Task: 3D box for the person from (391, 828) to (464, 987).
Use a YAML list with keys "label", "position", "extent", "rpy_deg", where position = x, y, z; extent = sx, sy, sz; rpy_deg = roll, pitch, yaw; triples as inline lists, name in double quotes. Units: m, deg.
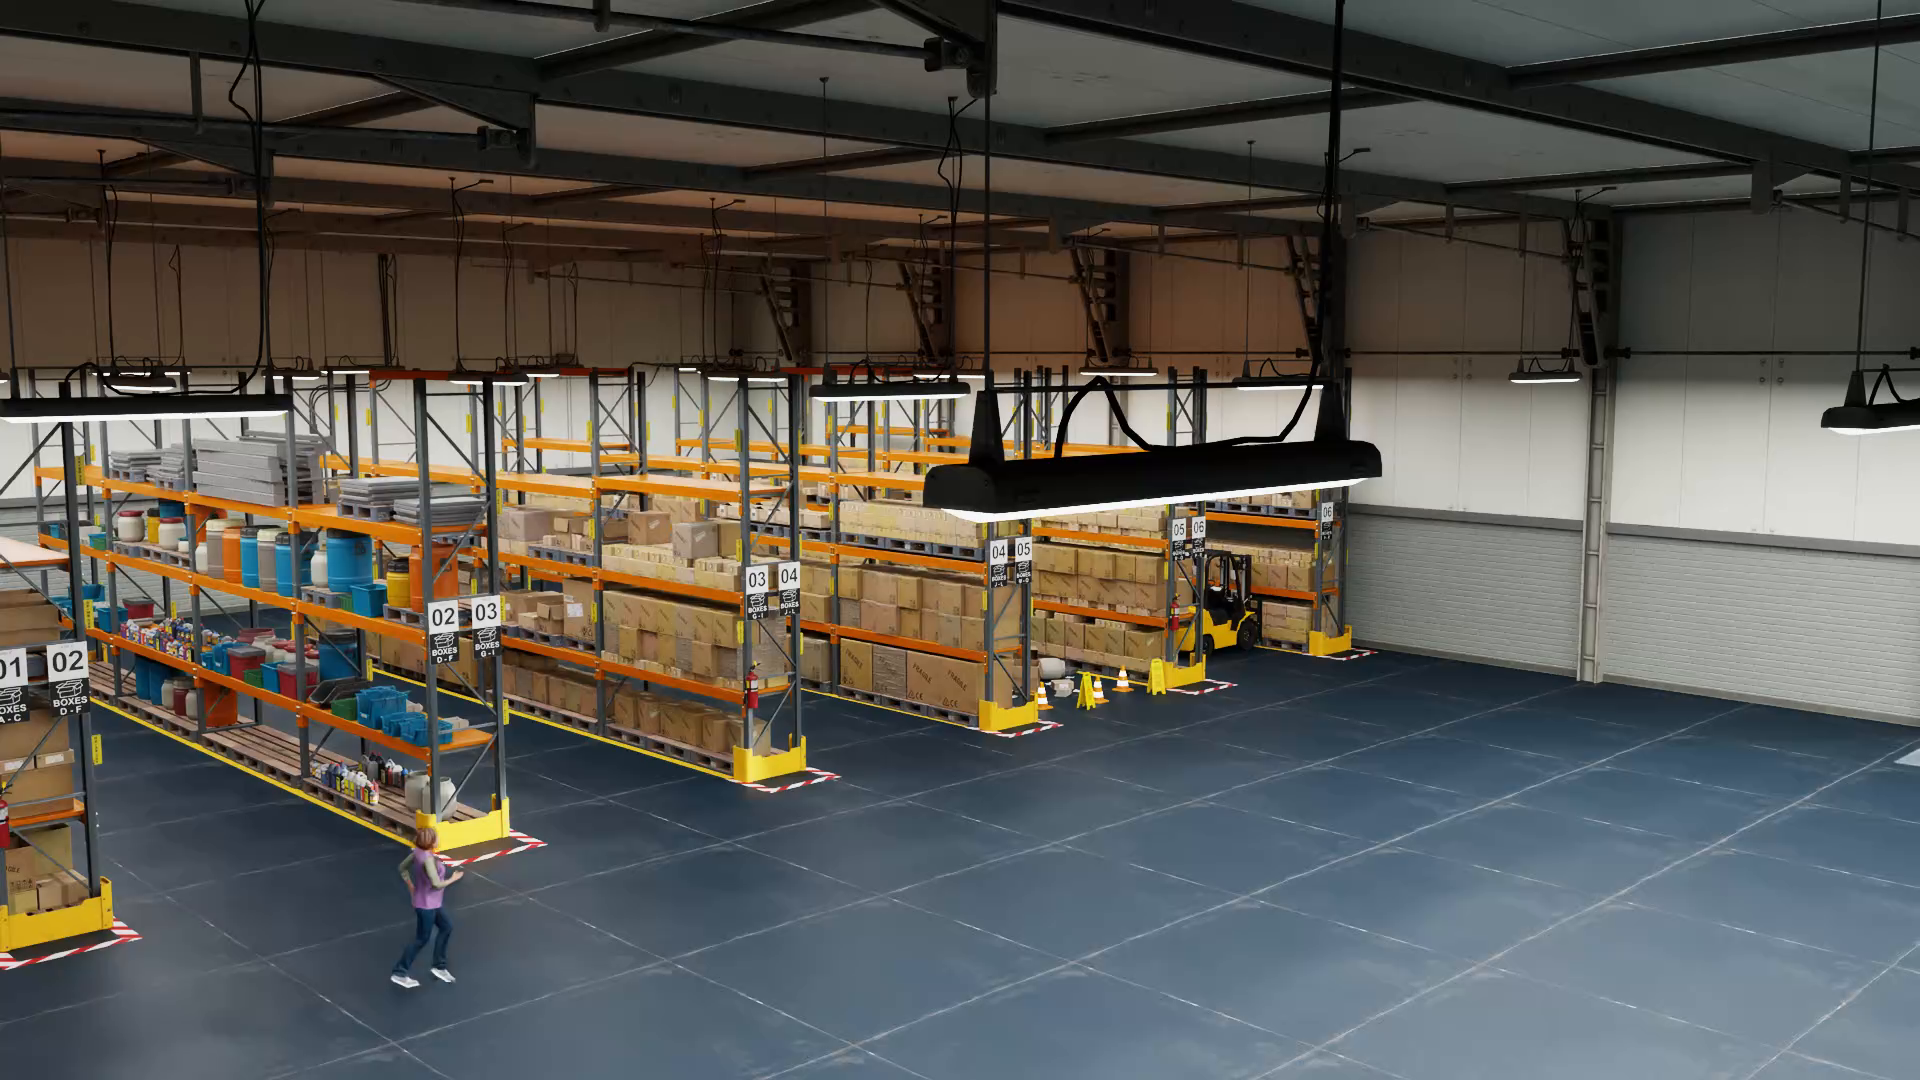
- label: "person"
  position: [-5.304, 3.673, 16.549]
  extent: [0.732, 1.656, 0.538]
  rpy_deg: [-3, 7, -24]
